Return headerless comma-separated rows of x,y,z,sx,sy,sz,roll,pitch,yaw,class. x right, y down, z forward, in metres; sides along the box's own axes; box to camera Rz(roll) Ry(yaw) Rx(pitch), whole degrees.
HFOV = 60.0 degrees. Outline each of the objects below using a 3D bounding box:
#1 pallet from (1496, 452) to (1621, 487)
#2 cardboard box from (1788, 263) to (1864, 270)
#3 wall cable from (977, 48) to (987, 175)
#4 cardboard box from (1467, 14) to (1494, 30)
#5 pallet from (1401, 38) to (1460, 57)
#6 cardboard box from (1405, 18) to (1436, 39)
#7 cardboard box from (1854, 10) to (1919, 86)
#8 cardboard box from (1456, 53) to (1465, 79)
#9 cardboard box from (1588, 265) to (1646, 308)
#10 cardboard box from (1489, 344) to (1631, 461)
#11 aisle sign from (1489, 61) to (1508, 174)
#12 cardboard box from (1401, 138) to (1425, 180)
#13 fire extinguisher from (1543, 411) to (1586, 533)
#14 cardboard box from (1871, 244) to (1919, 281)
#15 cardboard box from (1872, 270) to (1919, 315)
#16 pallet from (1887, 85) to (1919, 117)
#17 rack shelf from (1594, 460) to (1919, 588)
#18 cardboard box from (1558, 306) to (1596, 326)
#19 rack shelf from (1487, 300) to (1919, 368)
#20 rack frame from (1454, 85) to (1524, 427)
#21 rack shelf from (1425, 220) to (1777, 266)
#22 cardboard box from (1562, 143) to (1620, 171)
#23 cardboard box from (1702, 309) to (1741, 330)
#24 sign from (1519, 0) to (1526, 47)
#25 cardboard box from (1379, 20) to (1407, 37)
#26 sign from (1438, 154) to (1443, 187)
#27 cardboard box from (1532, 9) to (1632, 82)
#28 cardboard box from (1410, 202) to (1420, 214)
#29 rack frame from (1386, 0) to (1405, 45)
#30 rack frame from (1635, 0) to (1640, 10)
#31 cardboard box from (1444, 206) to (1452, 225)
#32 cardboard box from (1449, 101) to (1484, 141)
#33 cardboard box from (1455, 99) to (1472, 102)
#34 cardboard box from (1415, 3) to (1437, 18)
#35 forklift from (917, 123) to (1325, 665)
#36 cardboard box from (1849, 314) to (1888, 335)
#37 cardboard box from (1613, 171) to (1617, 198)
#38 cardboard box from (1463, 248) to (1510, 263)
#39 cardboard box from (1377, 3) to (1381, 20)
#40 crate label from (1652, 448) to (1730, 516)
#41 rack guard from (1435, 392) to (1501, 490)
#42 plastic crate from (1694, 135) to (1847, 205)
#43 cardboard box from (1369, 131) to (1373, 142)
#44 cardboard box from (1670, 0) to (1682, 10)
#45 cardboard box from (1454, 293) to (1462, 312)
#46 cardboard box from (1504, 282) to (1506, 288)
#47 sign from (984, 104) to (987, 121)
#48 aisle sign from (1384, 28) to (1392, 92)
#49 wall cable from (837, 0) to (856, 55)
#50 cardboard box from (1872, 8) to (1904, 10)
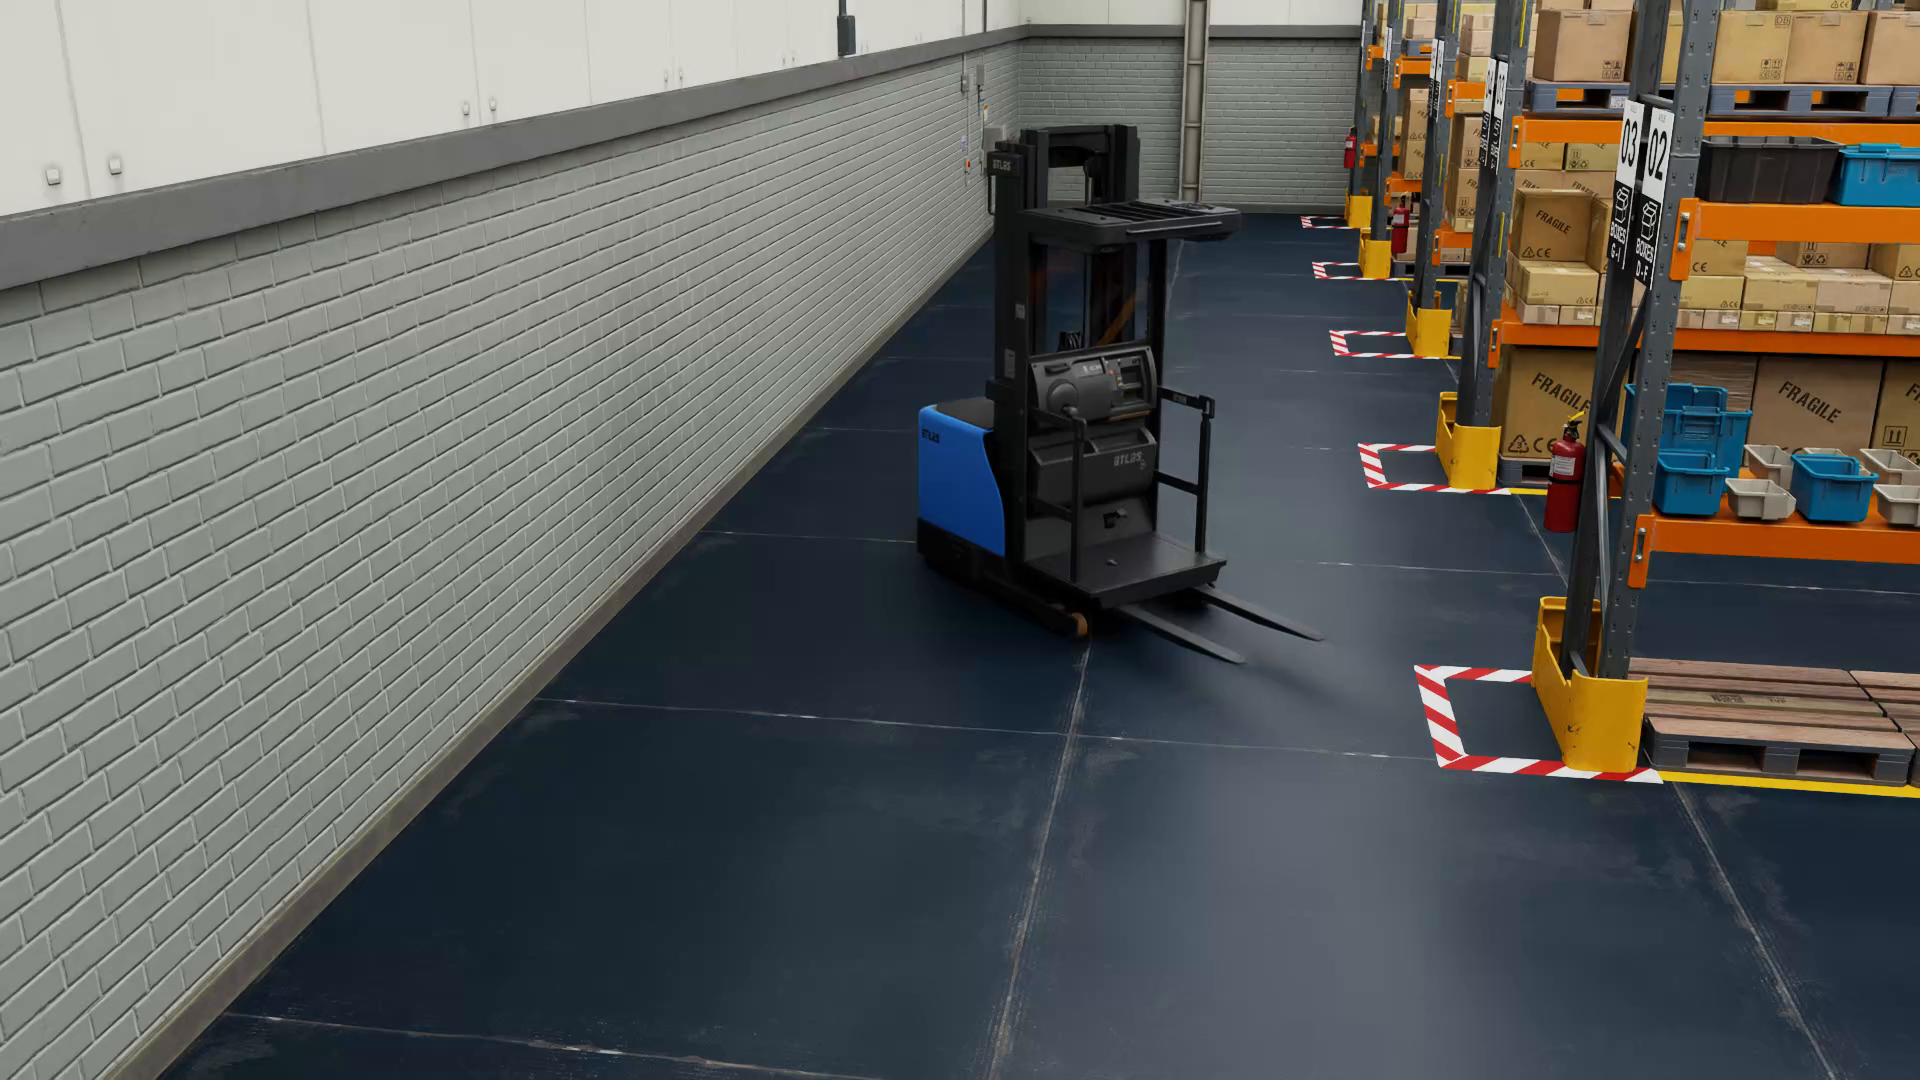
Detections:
4.922,-0.659,13.441,1.213,0.211,1.003,3,19,9,pallet
6.644,-2.023,12.889,0.500,0.250,0.500,3,19,10,cardboard box
0.334,-6.305,24.319,0.122,1.984,0.588,3,19,9,wall cable
5.290,-5.236,16.818,0.250,0.149,0.380,3,19,8,cardboard box
6.426,-6.449,21.761,1.213,0.211,1.003,3,19,9,pallet
6.150,-6.706,21.806,0.500,0.250,0.500,1,19,4,cardboard box
6.757,-3.562,12.016,0.500,0.500,0.700,4,19,11,cardboard box
5.497,-4.958,17.402,0.500,0.250,0.500,3,19,7,cardboard box
5.065,-1.935,12.625,0.500,0.250,0.500,3,19,8,cardboard box
4.764,-1.182,13.295,0.875,0.875,0.875,3,19,9,cardboard box
4.001,-3.140,12.363,0.004,0.787,0.394,3,19,9,aisle sign
6.120,-5.035,21.968,0.500,0.500,0.500,3,19,8,cardboard box
3.257,-0.382,8.928,0.183,0.674,0.296,3,19,9,fire extinguisher
7.079,-2.188,12.200,0.500,0.500,0.500,3,19,9,cardboard box
7.080,-1.831,12.317,0.500,0.250,0.500,3,19,10,cardboard box
7.263,-3.221,12.115,1.213,0.211,1.003,3,19,9,pallet
5.309,-0.004,8.221,4.000,0.370,1.077,3,19,9,rack shelf
4.672,-1.745,12.686,0.250,0.149,0.380,3,19,8,cardboard box
6.095,-1.556,12.859,4.000,0.370,1.077,3,19,9,rack shelf
4.120,-1.997,13.046,0.127,3.000,1.000,3,19,9,rack frame
6.981,-3.104,17.488,4.000,0.370,1.077,3,19,9,rack shelf
6.417,-4.047,16.968,0.500,0.500,0.500,2,19,7,cardboard box
5.688,-1.693,12.532,0.250,0.149,0.380,3,19,8,cardboard box
4.026,-3.698,11.900,0.005,0.325,0.100,3,19,9,sign
6.870,-8.042,26.151,0.500,0.250,0.500,3,19,8,cardboard box
4.920,-3.787,17.029,0.005,0.325,0.100,3,19,9,sign
4.642,-3.705,12.443,0.500,0.500,0.700,2,19,5,cardboard box
7.478,-5.411,27.077,0.250,0.149,0.380,2,19,6,cardboard box
5.692,-7.947,21.373,0.127,3.000,1.000,3,19,9,rack frame
10.425,-9.301,25.419,0.127,3.000,1.000,3,19,9,rack frame
5.373,-3.499,17.930,0.250,0.149,0.380,3,19,9,cardboard box
6.632,-5.487,21.740,0.500,0.500,0.500,2,19,7,cardboard box
6.507,-5.787,21.615,0.250,0.149,0.380,4,19,10,cardboard box
7.373,-8.254,25.998,0.500,0.250,0.500,3,19,8,cardboard box
0.949,-0.960,10.052,1.130,2.935,3.031,-12,22,-32,forklift
6.700,-1.641,12.377,0.250,0.149,0.380,3,19,10,cardboard box
6.924,-3.554,17.072,0.500,0.500,0.500,2,19,7,cardboard box
7.264,-4.041,22.529,0.875,0.438,0.875,3,19,10,cardboard box
6.958,-8.452,26.588,0.500,0.250,0.500,2,19,7,cardboard box
3.526,-0.279,8.080,0.303,0.233,0.416,3,19,9,crate label
4.096,-0.813,13.446,0.348,0.500,1.175,3,19,9,rack guard
3.670,-1.700,7.634,0.590,0.269,0.497,3,19,9,plastic crate
6.845,-6.606,27.214,0.250,0.149,0.380,3,19,8,cardboard box
9.094,-6.713,21.434,0.500,0.500,0.500,3,19,10,cardboard box
5.573,-2.597,18.201,0.250,0.149,0.380,2,19,7,cardboard box
5.808,-2.698,18.032,0.250,0.149,0.380,3,19,10,cardboard box
0.385,-6.414,24.944,0.001,0.242,0.339,3,19,9,sign
5.575,-6.248,21.651,0.004,0.787,0.394,3,19,9,aisle sign
-0.916,-7.732,15.661,0.120,5.999,2.277,3,19,9,wall cable
9.312,-4.961,16.354,0.500,0.500,0.700,3,19,9,cardboard box
